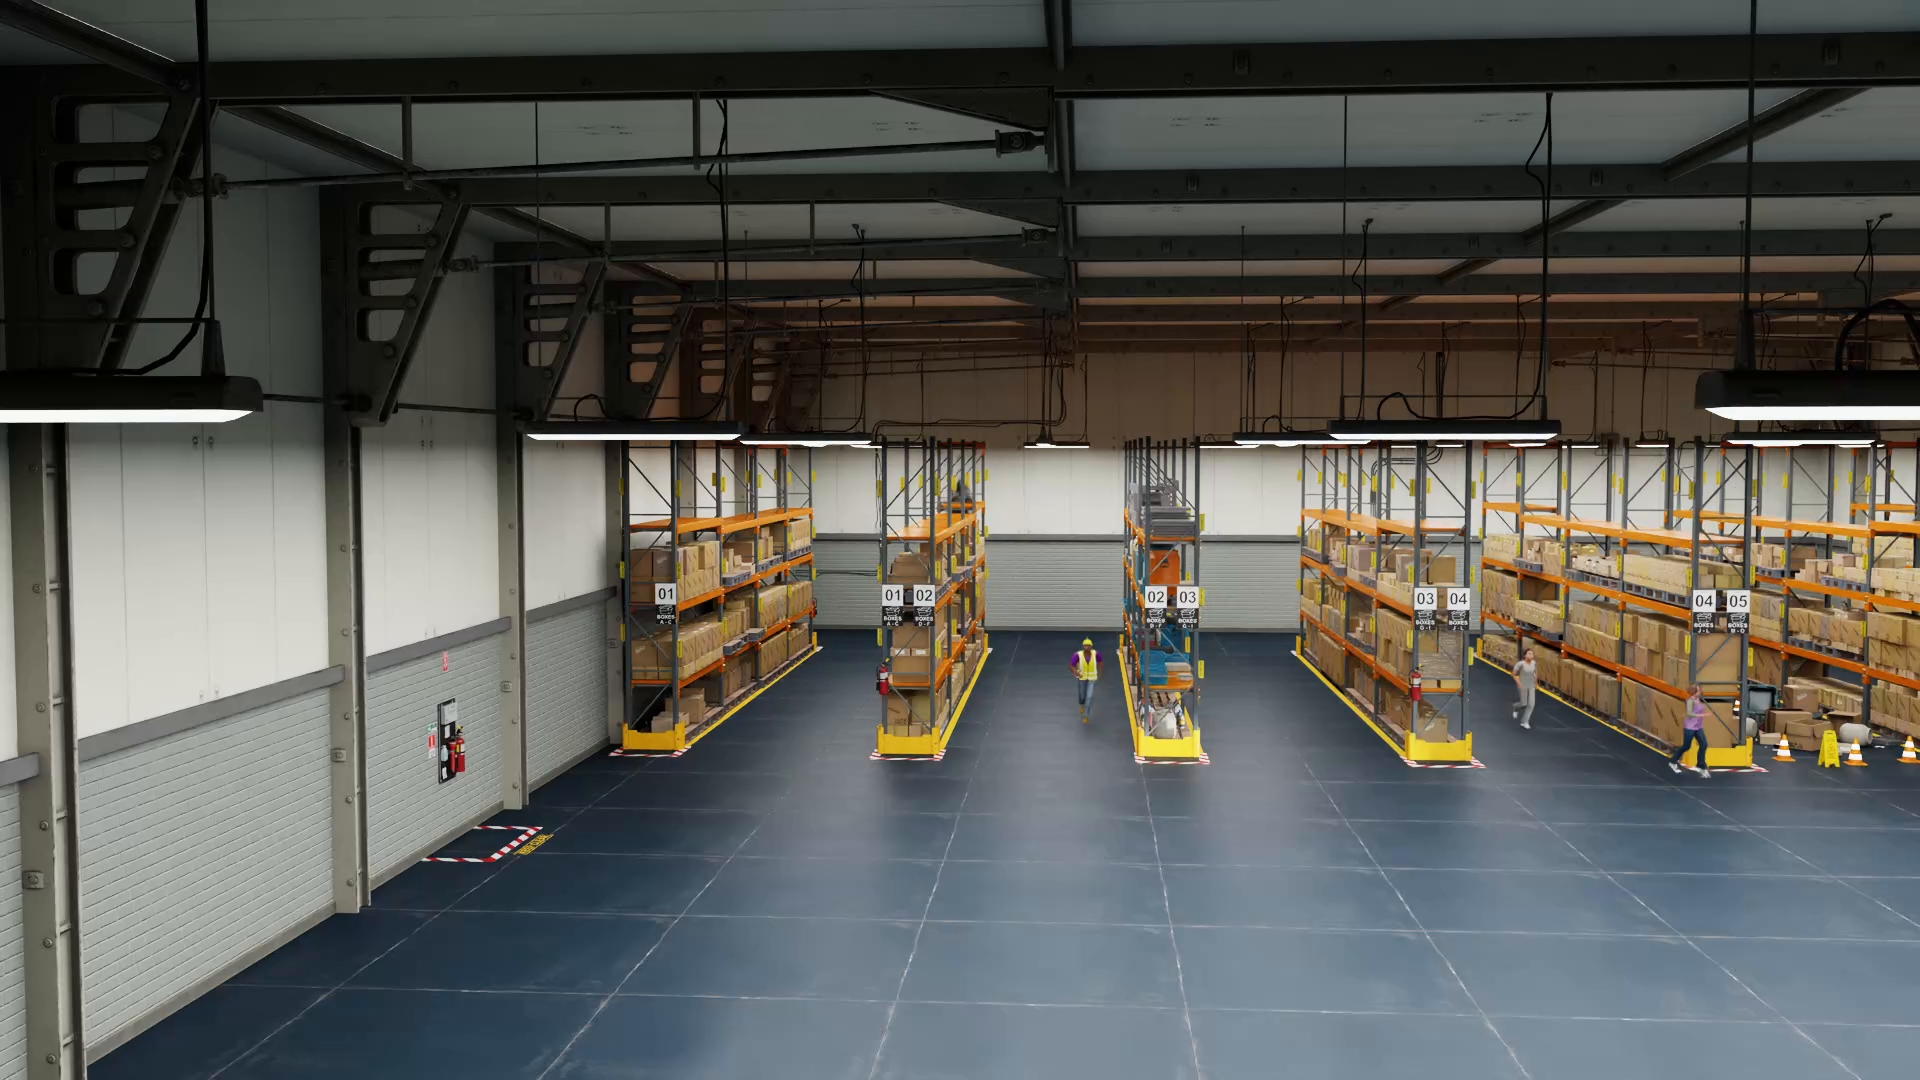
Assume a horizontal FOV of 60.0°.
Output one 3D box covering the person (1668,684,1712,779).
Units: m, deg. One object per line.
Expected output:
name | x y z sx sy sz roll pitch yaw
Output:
person | 12.865 3.349 29.262 0.555 1.644 0.747 -3 4 -40

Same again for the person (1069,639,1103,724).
person | 2.671 2.963 35.266 0.713 1.756 0.984 0 3 0

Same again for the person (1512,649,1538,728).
person | 11.769 3.064 34.629 0.585 1.639 0.672 -1 3 -12

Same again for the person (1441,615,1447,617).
person | 13.175 2.431 45.959 0.746 1.664 0.995 1 3 17
